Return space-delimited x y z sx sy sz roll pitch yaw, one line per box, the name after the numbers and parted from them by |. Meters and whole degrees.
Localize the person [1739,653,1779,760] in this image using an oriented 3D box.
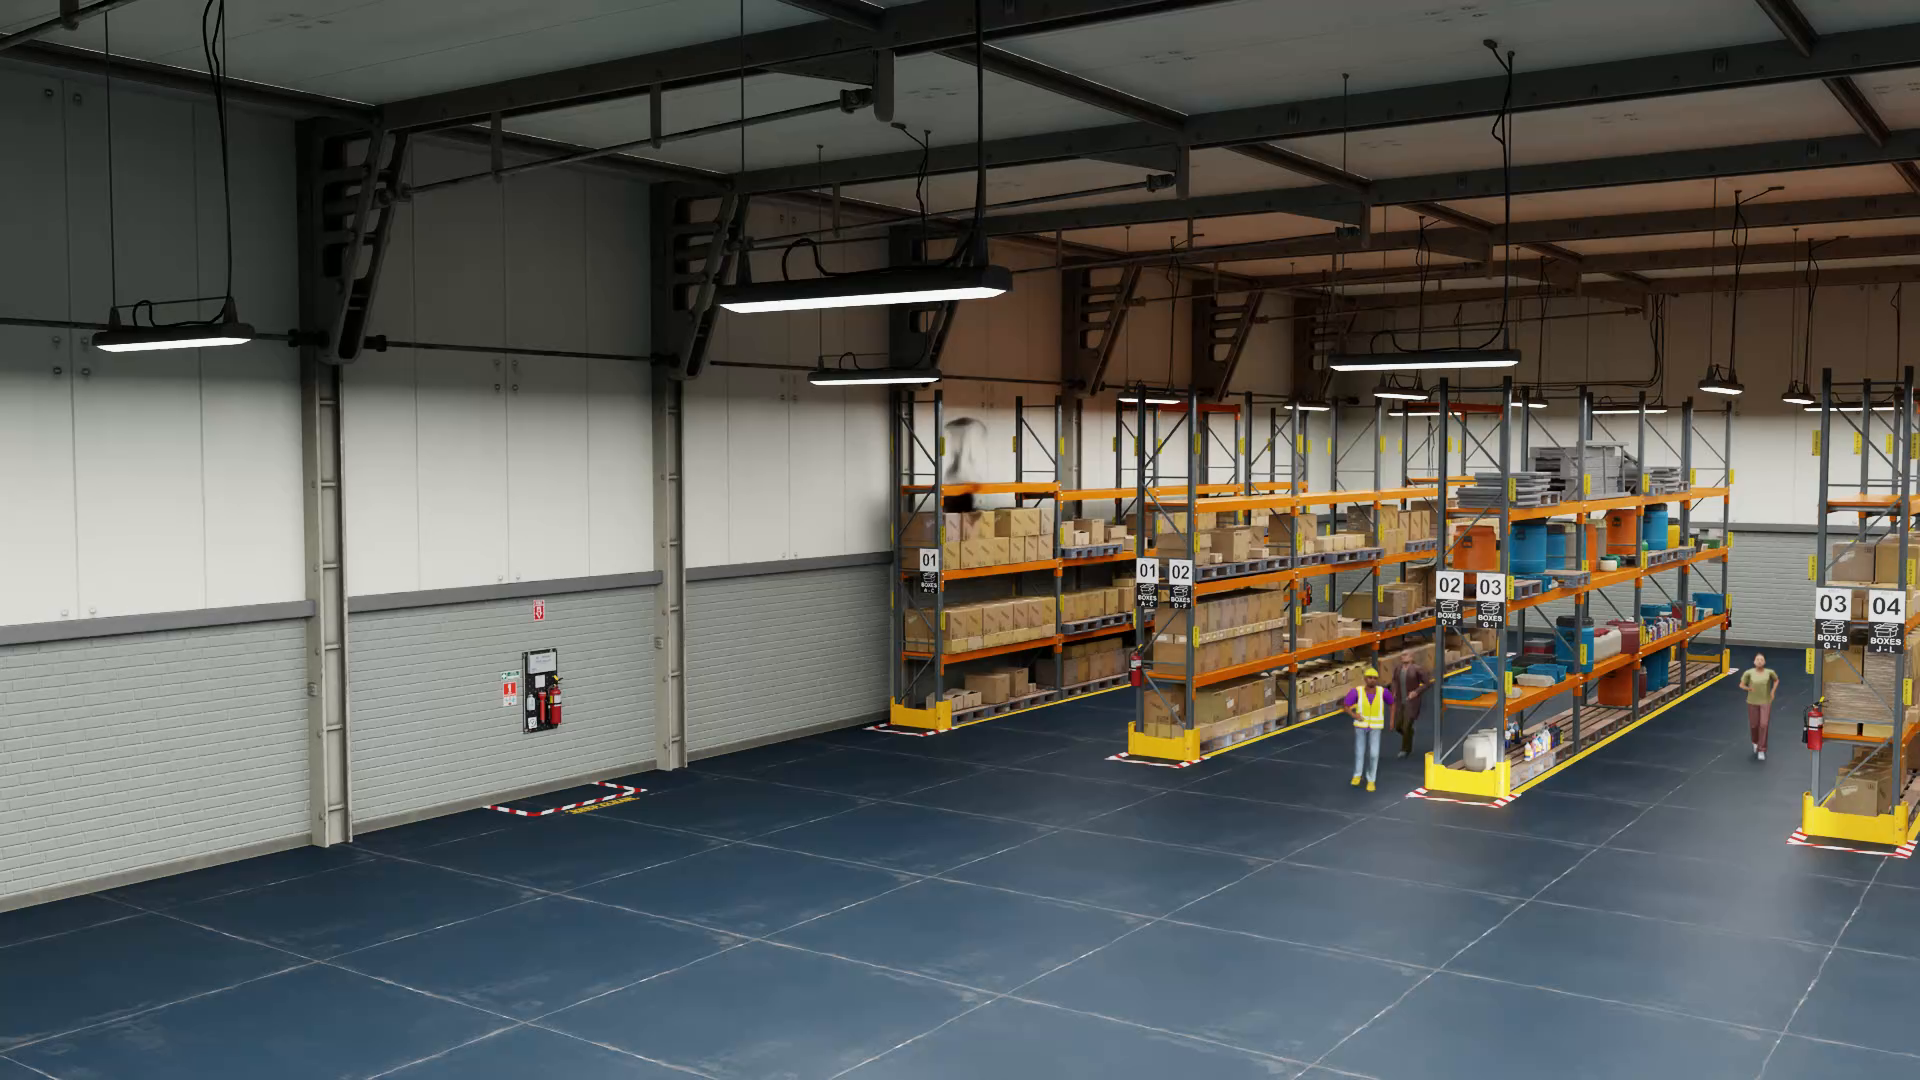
12.815 2.635 26.690 0.580 1.655 0.950 1 4 25 | person

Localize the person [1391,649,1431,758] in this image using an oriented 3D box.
7.234 2.629 26.821 0.705 1.750 0.624 3 5 45 | person

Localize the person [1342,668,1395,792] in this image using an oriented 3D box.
5.972 2.785 24.277 0.768 1.845 0.589 0 3 8 | person
